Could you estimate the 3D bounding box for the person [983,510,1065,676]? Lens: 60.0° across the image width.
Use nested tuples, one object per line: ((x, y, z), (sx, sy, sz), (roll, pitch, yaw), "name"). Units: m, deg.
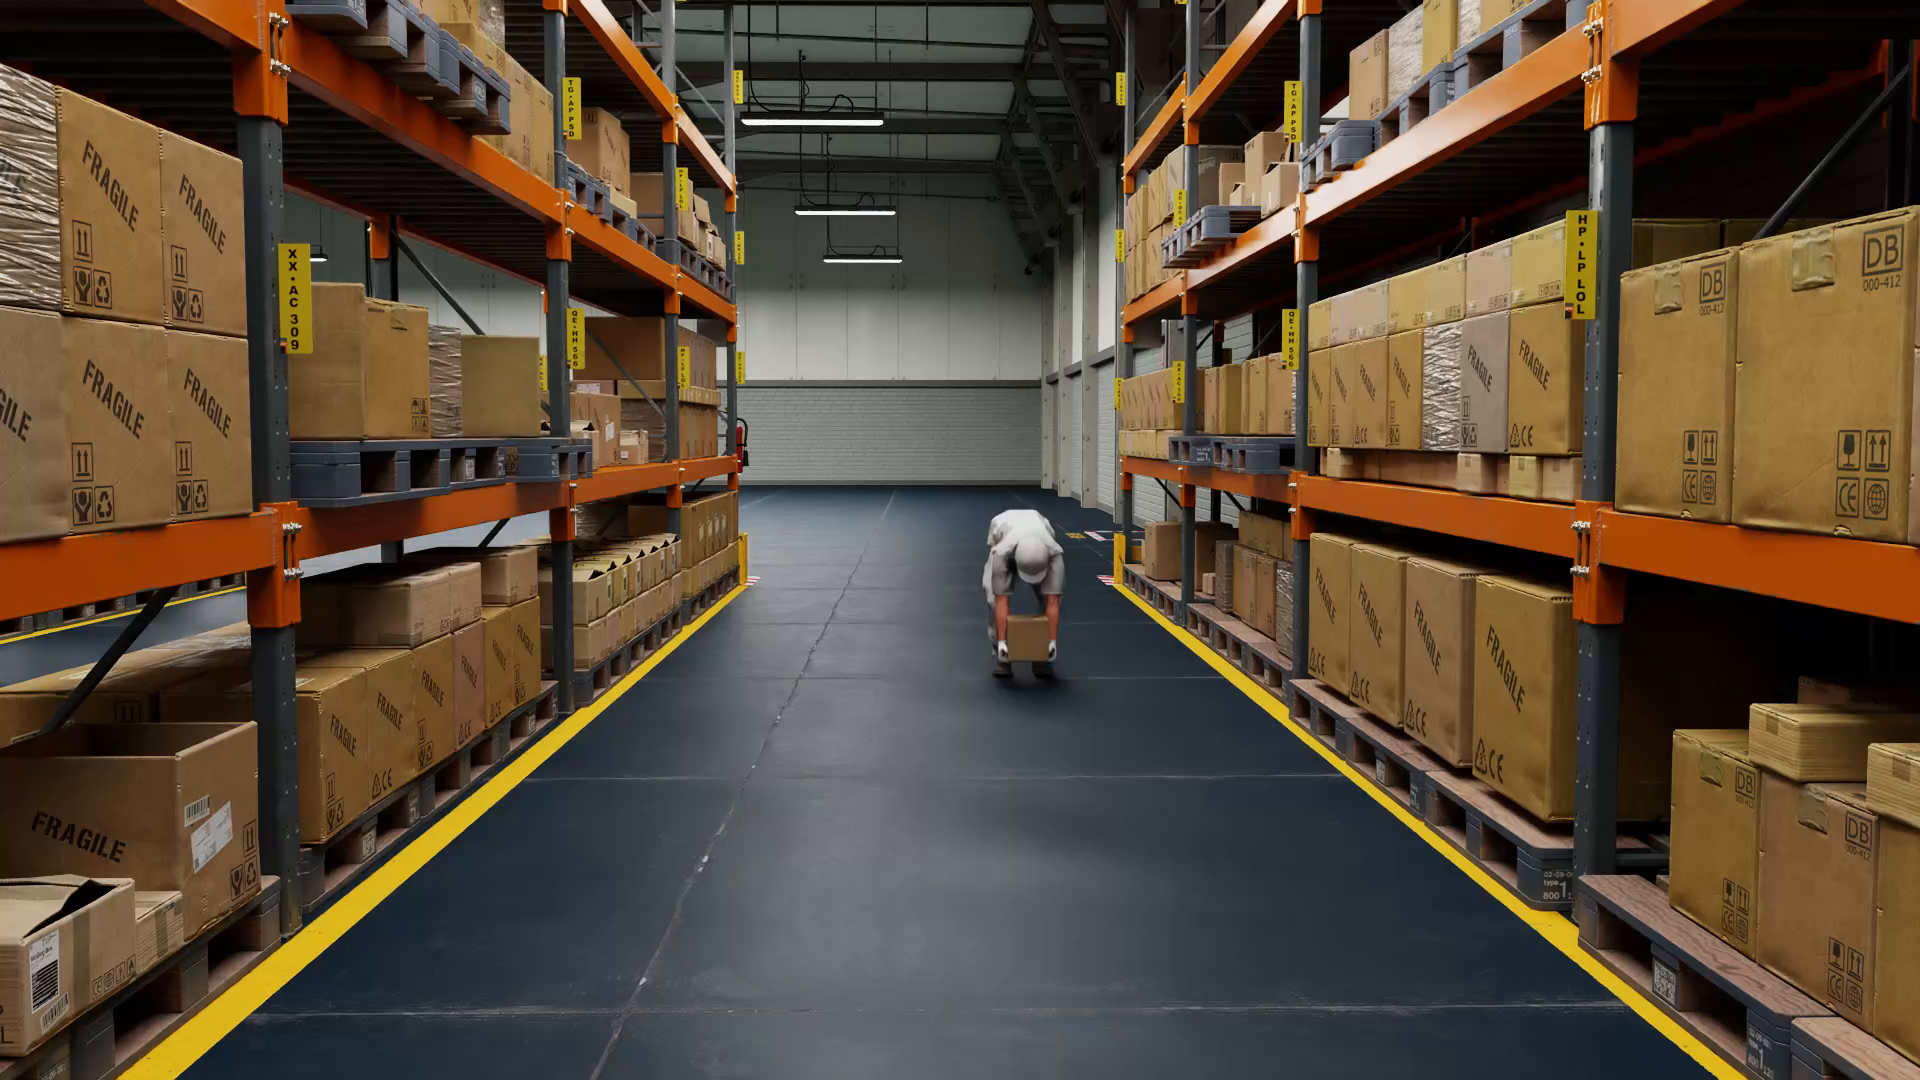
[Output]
((0.410, 0.344, 10.349), (0.519, 1.048, 0.960), (0, 4, -4), "person")
